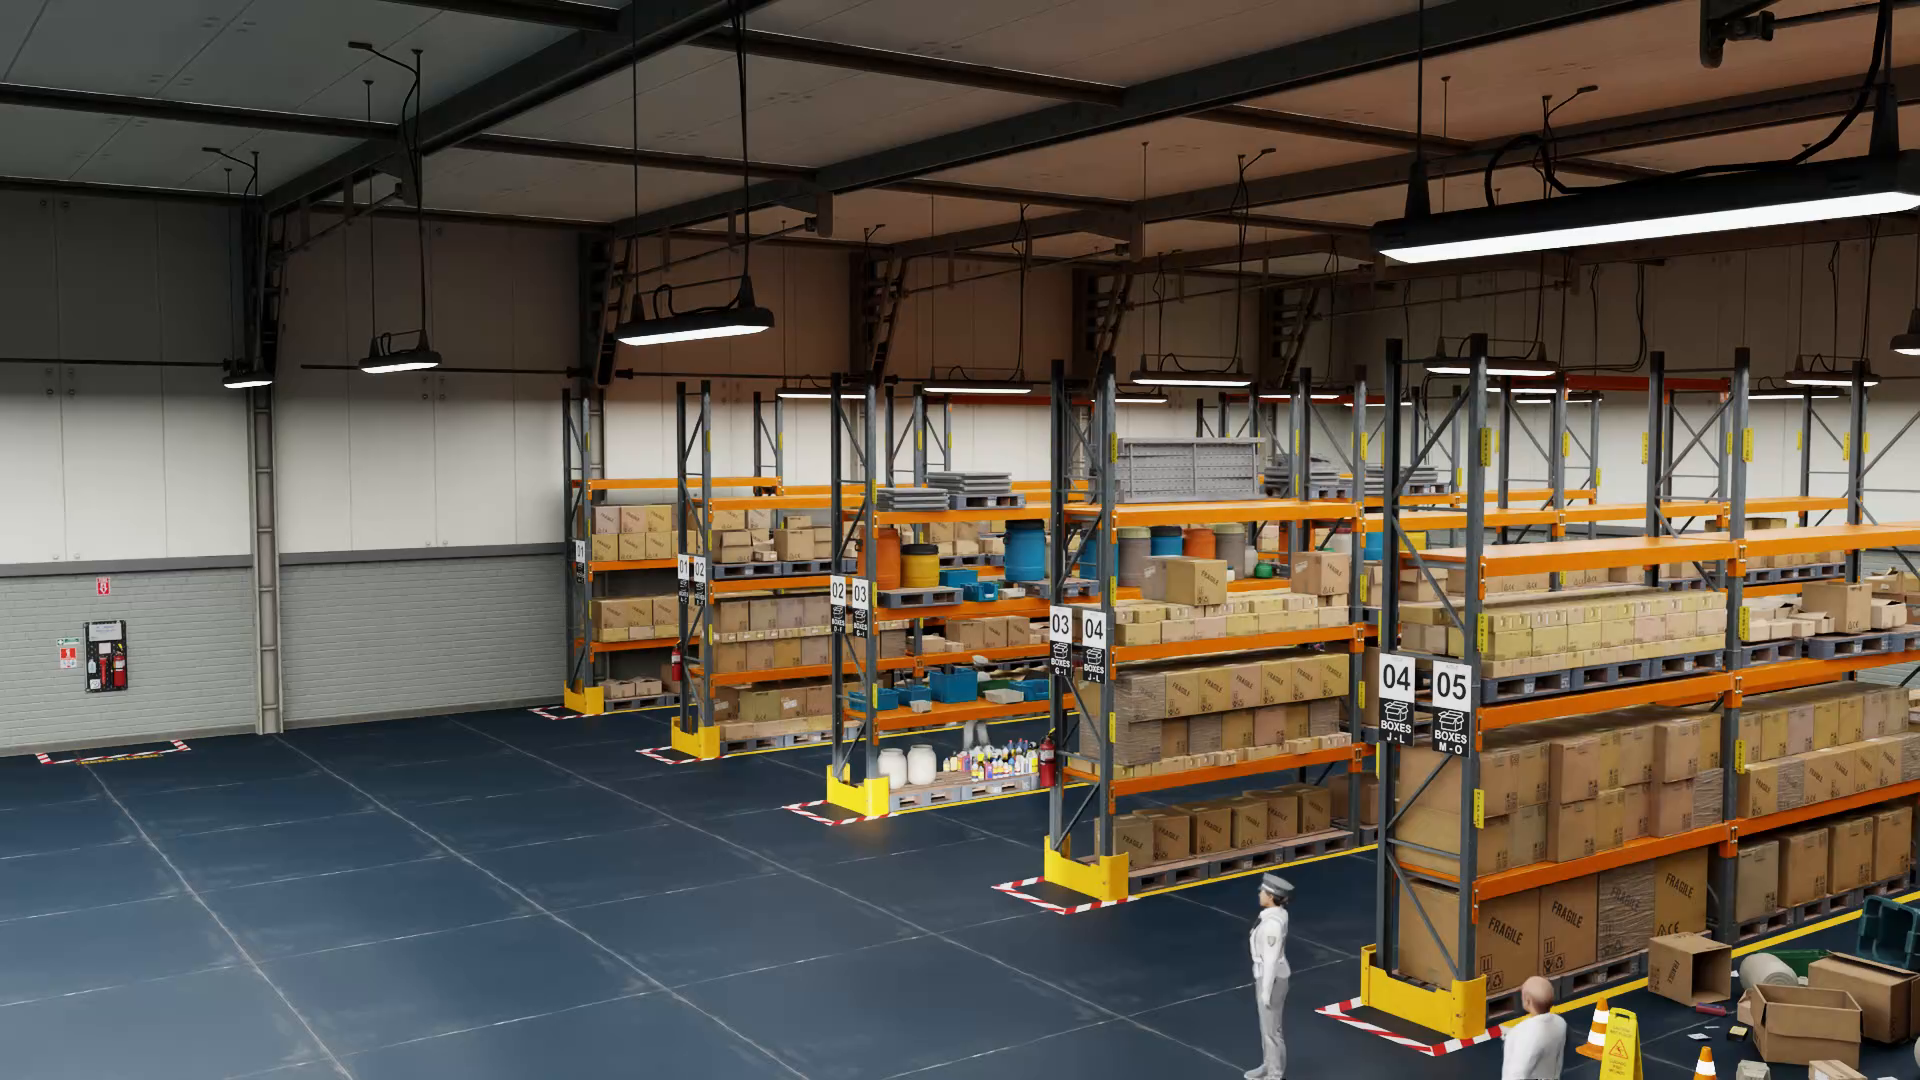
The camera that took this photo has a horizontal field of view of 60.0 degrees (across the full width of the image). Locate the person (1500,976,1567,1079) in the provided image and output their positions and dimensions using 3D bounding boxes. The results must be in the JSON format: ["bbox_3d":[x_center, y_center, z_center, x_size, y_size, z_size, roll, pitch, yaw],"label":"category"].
[{"bbox_3d":[3.509,3.627,10.481,0.540,1.818,0.605,2,4,25],"label":"person"}]

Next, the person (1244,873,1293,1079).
[{"bbox_3d":[2.431,3.469,13.099,0.368,1.695,0.520,0,4,5],"label":"person"}]

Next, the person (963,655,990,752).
[{"bbox_3d":[0.206,2.648,26.142,0.522,1.707,0.470,2,4,34],"label":"person"}]
